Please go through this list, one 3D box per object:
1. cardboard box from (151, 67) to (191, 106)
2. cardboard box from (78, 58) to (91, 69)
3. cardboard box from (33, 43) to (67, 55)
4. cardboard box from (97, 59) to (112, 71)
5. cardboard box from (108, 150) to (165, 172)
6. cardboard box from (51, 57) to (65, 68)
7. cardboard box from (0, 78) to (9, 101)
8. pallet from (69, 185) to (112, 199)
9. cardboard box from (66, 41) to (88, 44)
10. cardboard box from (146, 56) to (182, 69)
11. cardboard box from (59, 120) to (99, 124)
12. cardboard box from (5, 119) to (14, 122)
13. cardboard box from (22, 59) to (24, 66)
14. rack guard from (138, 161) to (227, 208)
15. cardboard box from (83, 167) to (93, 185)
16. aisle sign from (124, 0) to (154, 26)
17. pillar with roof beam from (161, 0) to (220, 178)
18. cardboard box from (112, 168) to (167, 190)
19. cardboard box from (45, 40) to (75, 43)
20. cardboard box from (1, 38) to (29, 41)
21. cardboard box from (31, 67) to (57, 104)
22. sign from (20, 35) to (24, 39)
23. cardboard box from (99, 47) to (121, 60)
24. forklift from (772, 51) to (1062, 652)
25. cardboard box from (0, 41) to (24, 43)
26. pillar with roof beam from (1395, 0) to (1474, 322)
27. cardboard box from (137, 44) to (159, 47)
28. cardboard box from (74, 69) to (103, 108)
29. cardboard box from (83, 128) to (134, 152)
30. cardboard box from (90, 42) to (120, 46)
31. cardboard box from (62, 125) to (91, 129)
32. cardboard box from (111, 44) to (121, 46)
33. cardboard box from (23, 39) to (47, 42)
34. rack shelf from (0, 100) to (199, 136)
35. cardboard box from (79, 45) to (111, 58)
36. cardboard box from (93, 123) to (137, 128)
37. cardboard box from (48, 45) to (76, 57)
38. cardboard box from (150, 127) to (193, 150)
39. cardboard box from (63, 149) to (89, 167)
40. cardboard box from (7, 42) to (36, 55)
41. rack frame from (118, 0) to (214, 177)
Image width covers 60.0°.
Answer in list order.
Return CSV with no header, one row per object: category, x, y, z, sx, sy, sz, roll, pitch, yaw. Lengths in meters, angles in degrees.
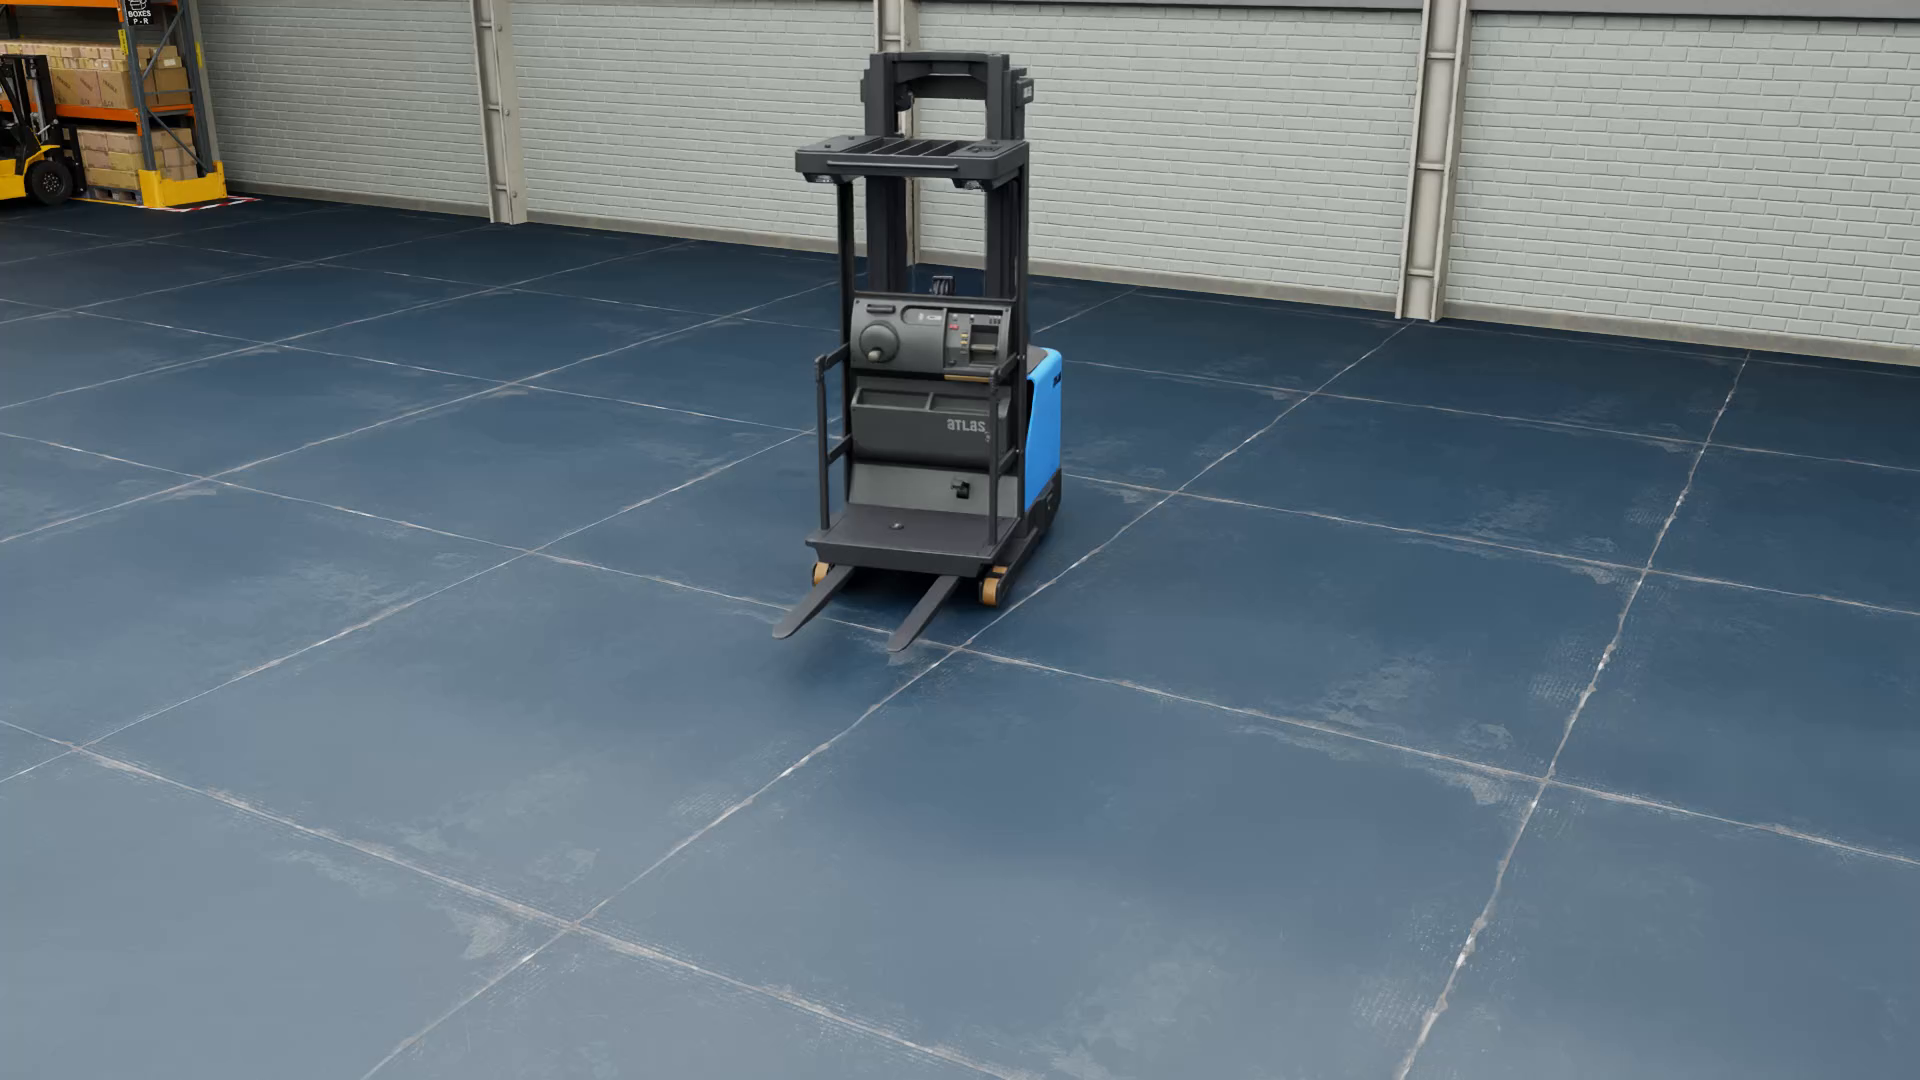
cardboard box,-11.307,-6.434,23.556,0.500,0.500,0.500,12,23,29
cardboard box,-12.094,-6.687,23.304,0.250,0.149,0.380,11,22,27
cardboard box,-12.979,-7.010,23.758,0.250,0.149,0.380,11,23,28
cardboard box,-11.687,-6.581,23.012,0.250,0.149,0.380,11,23,28
cardboard box,-11.587,-5.349,23.396,0.500,0.250,0.500,10,22,27
cardboard box,-12.581,-6.754,23.487,0.250,0.149,0.380,11,23,28
cardboard box,-13.779,-6.701,24.292,0.500,0.500,0.500,11,23,28
pallet,-12.759,-5.229,24.470,1.213,0.211,1.003,11,23,27
cardboard box,-12.768,-7.141,24.119,0.250,0.149,0.380,12,23,29
cardboard box,-11.179,-6.707,23.358,0.250,0.149,0.380,10,22,26
cardboard box,-13.093,-6.069,24.649,0.500,0.250,0.500,11,23,28
cardboard box,-14.232,-6.088,24.699,0.500,0.250,0.500,10,22,26
cardboard box,-13.248,-6.886,23.851,0.250,0.149,0.380,10,22,26
rack guard,-10.989,-5.042,23.533,0.348,0.500,1.175,11,23,27
cardboard box,-12.436,-5.282,23.944,0.500,0.250,0.500,11,23,28
aisle sign,-11.096,-7.345,22.403,0.004,0.787,0.394,11,23,27
pillar with roof beam,-13.277,-8.144,19.621,0.400,9.000,9.100,11,23,27
cardboard box,-11.574,-5.110,23.471,0.500,0.250,0.500,11,23,28
cardboard box,-13.174,-7.249,24.417,0.250,0.149,0.380,10,22,26
cardboard box,-14.076,-7.415,24.875,0.250,0.149,0.380,11,23,27
cardboard box,-12.908,-6.527,23.812,0.500,0.500,0.500,11,23,28
sign,-14.232,-7.496,25.247,0.005,0.325,0.100,11,23,27
cardboard box,-11.656,-6.742,23.018,0.250,0.149,0.380,11,23,27
forklift,-0.223,-1.148,9.231,1.130,2.935,3.031,5,21,14
cardboard box,-13.869,-7.181,24.228,0.250,0.149,0.380,10,22,26
pillar with roof beam,2.437,-5.151,11.368,0.400,9.000,9.100,11,23,27
cardboard box,-11.400,-6.896,23.442,0.250,0.149,0.380,12,23,29
cardboard box,-12.016,-6.361,23.356,0.500,0.500,0.500,12,23,29
cardboard box,-12.012,-5.663,23.529,0.500,0.250,0.500,11,23,28
cardboard box,-12.280,-7.081,23.953,0.250,0.149,0.380,10,22,26
cardboard box,-12.896,-5.831,23.991,0.500,0.250,0.500,10,22,26
cardboard box,-11.857,-6.972,23.651,0.250,0.149,0.380,11,23,28
cardboard box,-13.639,-7.321,24.615,0.250,0.149,0.380,11,22,27
rack shelf,-12.756,-6.216,24.157,4.000,0.370,1.077,11,23,27
cardboard box,-12.078,-6.841,23.291,0.250,0.149,0.380,11,23,28
cardboard box,-12.206,-5.901,24.184,0.500,0.250,0.500,11,22,27
cardboard box,-12.588,-6.893,23.433,0.250,0.149,0.380,11,23,28
cardboard box,-11.337,-5.733,23.720,0.500,0.250,0.500,10,22,26
cardboard box,-12.481,-5.515,23.855,0.500,0.250,0.500,10,22,26
cardboard box,-13.454,-7.072,23.929,0.250,0.149,0.380,10,22,26
rack frame,-11.010,-6.222,23.118,0.127,3.000,1.000,11,23,27
